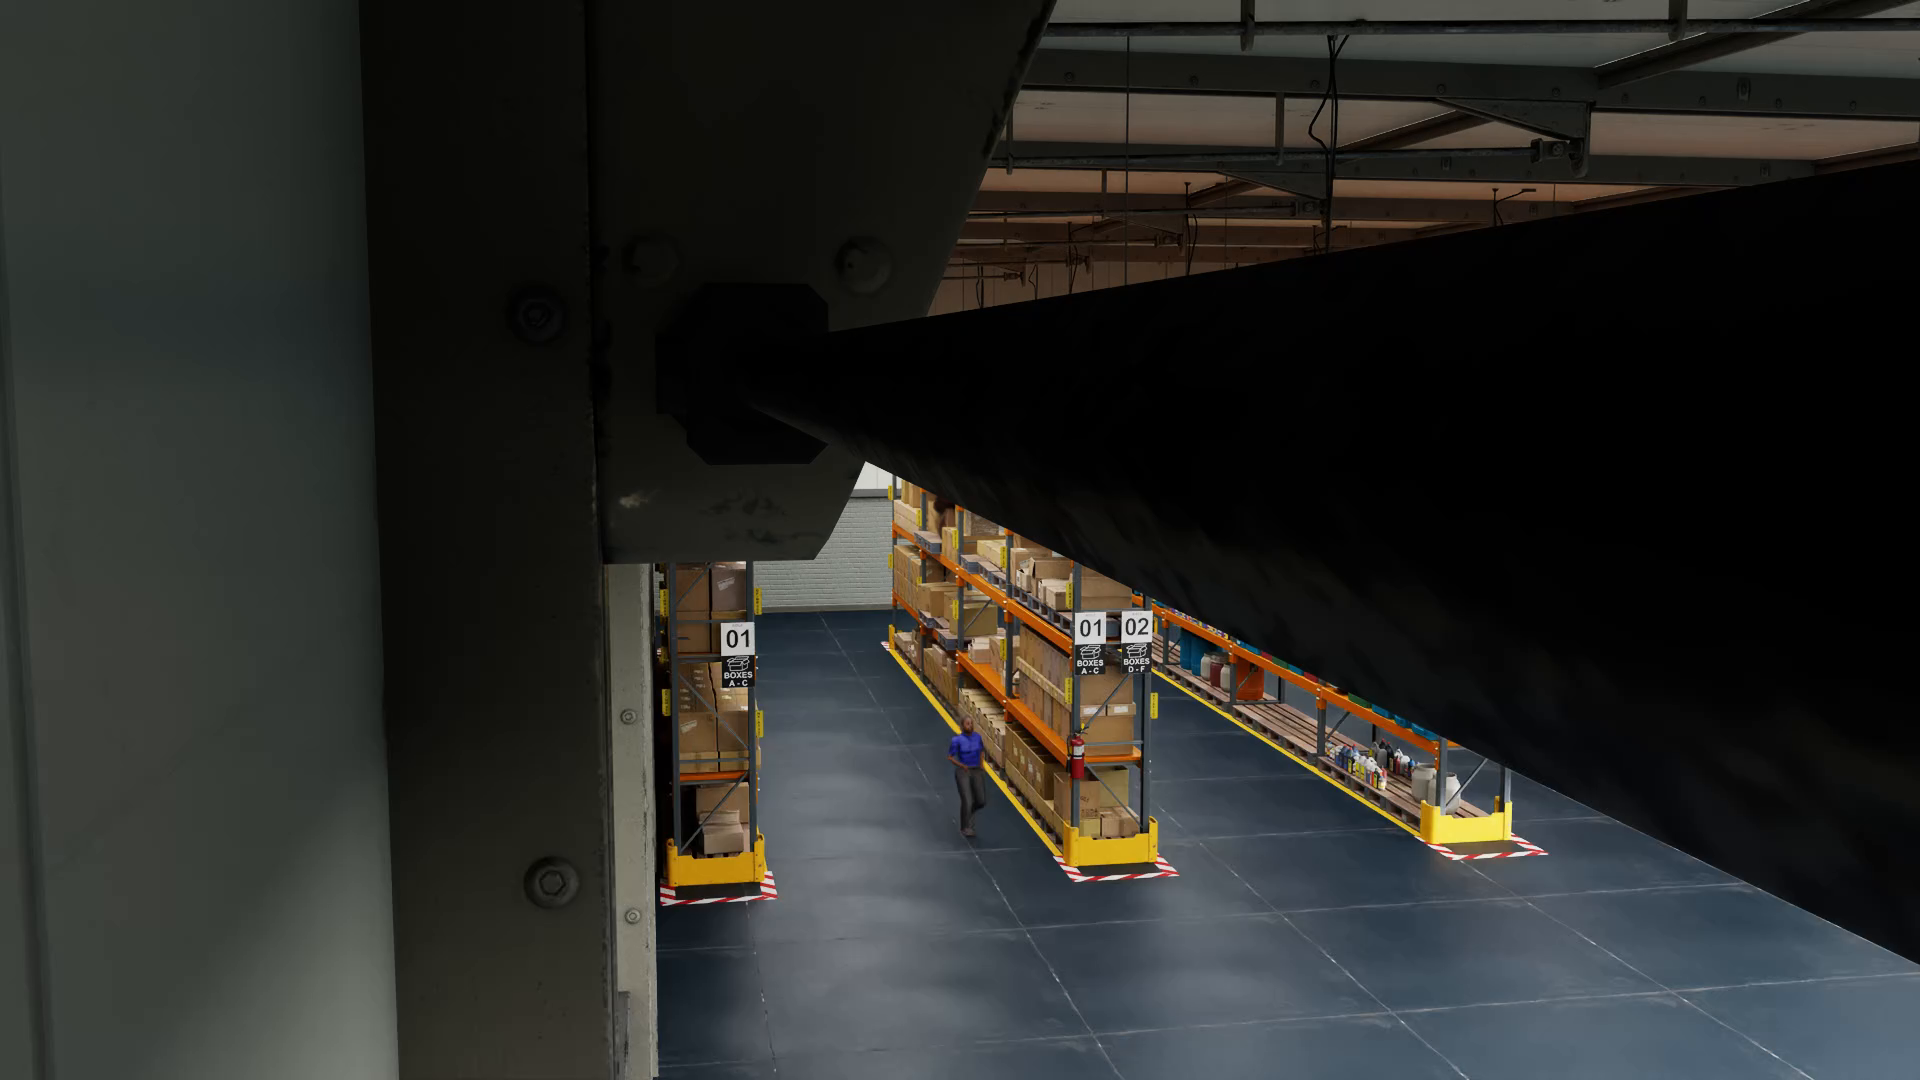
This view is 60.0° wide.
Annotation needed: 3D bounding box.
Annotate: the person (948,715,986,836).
[{"bbox_3d":[0.128,3.136,22.164,0.571,1.608,0.572,-3,7,-25],"label":"person"}]
